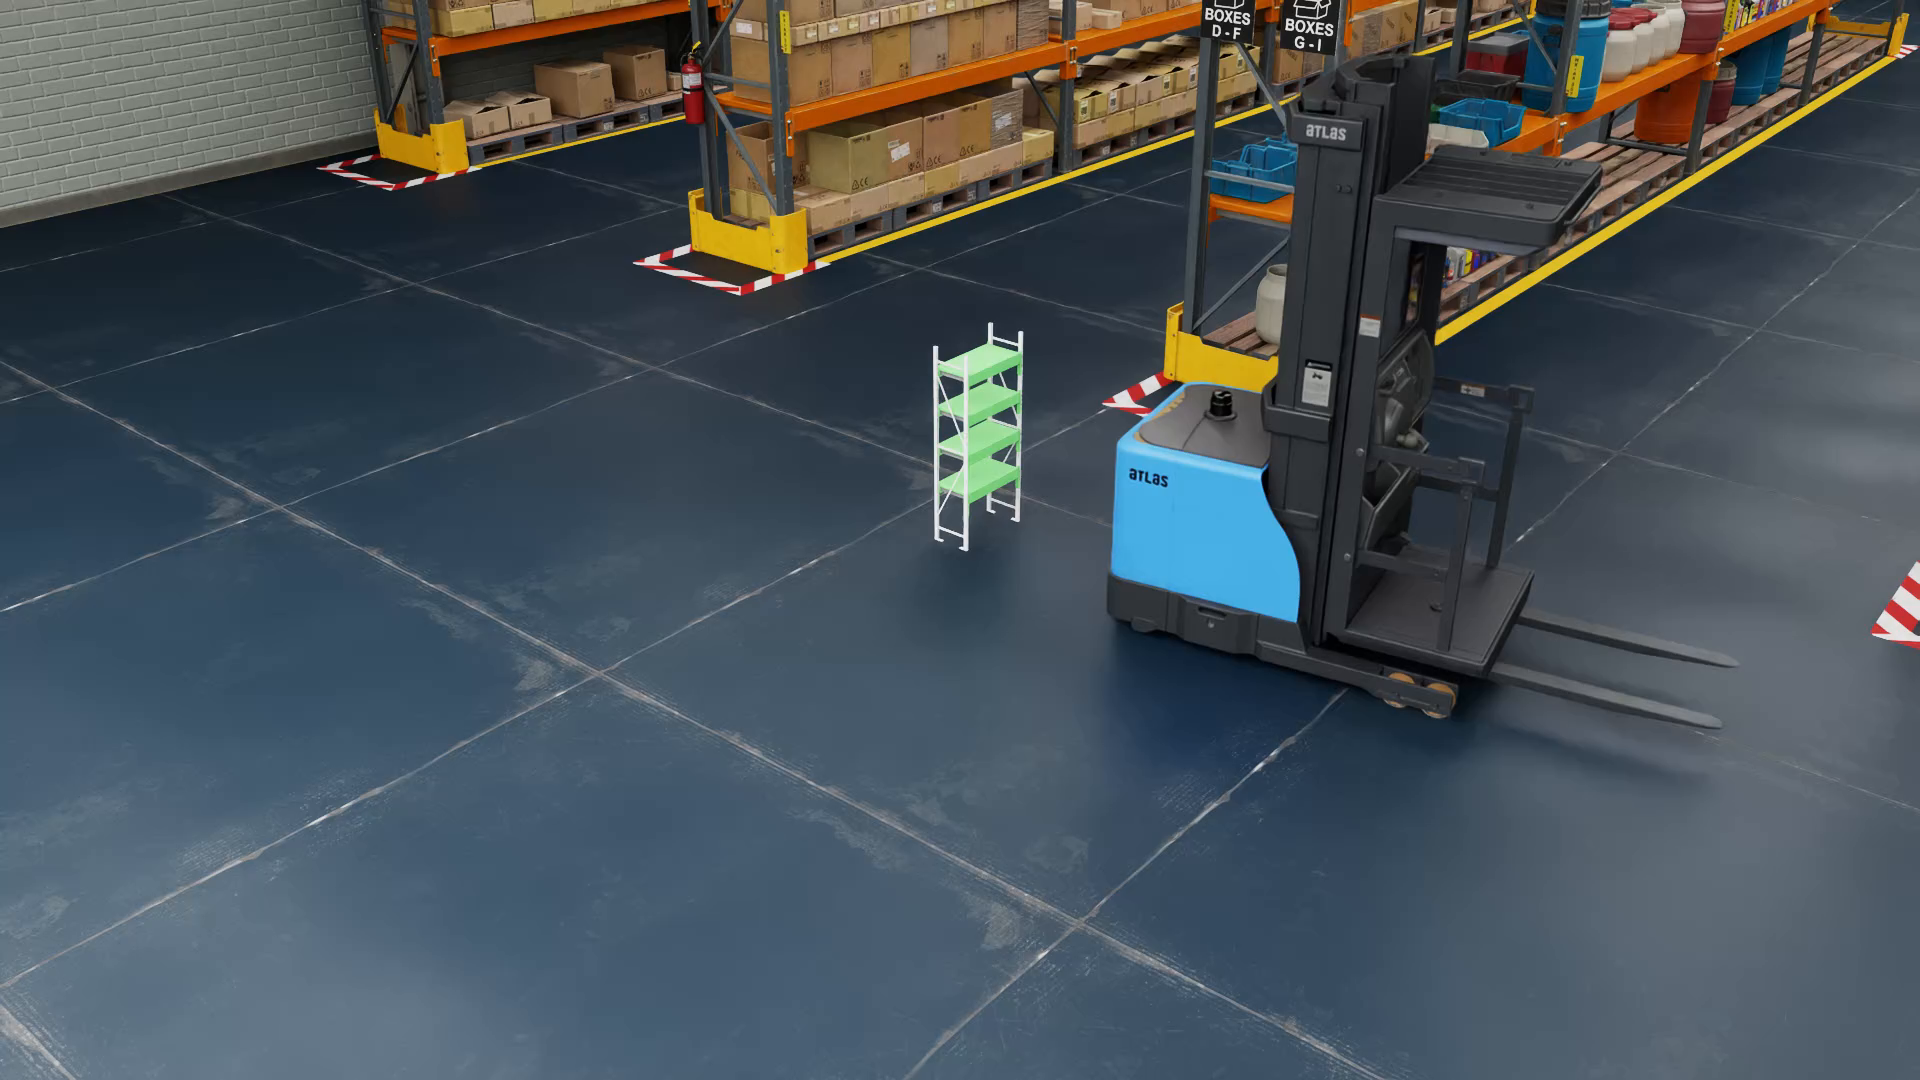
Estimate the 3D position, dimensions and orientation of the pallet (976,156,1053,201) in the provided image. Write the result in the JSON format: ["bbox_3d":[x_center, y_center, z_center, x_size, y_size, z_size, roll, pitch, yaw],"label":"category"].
[{"bbox_3d":[0.182,-3.723,16.717,1.003,0.211,1.213,21,34,34],"label":"pallet"}]

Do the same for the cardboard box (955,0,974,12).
[{"bbox_3d":[-0.097,-4.955,15.249,0.380,0.149,0.250,22,34,36],"label":"cardboard box"}]

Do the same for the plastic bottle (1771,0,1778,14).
[{"bbox_3d":[8.729,-5.799,17.822,0.061,0.283,0.133,21,34,34],"label":"plastic bottle"}]

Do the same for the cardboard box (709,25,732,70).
[{"bbox_3d":[-2.650,-6.029,20.381,0.700,0.500,0.500,22,35,36],"label":"cardboard box"}]

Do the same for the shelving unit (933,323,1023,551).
[{"bbox_3d":[0.105,-0.592,9.588,0.258,1.200,0.503,21,34,34],"label":"shelving unit"}]

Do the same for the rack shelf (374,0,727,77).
[{"bbox_3d":[-4.377,-5.649,18.188,1.077,0.370,4.000,21,34,34],"label":"rack shelf"}]

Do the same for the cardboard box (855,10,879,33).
[{"bbox_3d":[-0.921,-4.493,14.356,0.380,0.149,0.250,20,34,34],"label":"cardboard box"}]

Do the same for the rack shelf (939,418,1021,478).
[{"bbox_3d":[0.105,-0.535,9.617,0.258,0.148,0.480,21,34,34],"label":"rack shelf"}]

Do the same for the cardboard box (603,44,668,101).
[{"bbox_3d":[-3.734,-5.383,19.133,0.500,0.500,0.500,18,32,31],"label":"cardboard box"}]

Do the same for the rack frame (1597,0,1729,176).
[{"bbox_3d":[7.084,-5.201,16.538,1.000,3.000,0.127,21,34,34],"label":"rack frame"}]

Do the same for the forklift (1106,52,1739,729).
[{"bbox_3d":[2.319,-0.716,7.943,3.031,2.935,1.130,14,31,26],"label":"forklift"}]

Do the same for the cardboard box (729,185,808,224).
[{"bbox_3d":[-1.711,-3.055,14.926,0.500,0.250,0.500,21,34,34],"label":"cardboard box"}]

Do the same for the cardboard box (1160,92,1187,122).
[{"bbox_3d":[2.145,-4.813,18.324,0.500,0.250,0.500,22,34,35],"label":"cardboard box"}]

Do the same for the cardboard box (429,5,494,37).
[{"bbox_3d":[-5.094,-5.282,16.837,0.500,0.250,0.500,20,33,33],"label":"cardboard box"}]

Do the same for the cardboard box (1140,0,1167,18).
[{"bbox_3d":[1.875,-5.908,17.796,0.500,0.500,0.500,21,34,34],"label":"cardboard box"}]

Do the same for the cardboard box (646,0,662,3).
[{"bbox_3d":[-3.496,-6.189,18.591,0.500,0.250,0.500,21,34,35],"label":"cardboard box"}]

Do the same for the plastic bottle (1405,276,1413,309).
[{"bbox_3d":[3.389,-1.899,12.648,0.097,0.271,0.097,0,27,0],"label":"plastic bottle"}]

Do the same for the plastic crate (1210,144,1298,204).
[{"bbox_3d":[2.083,-2.563,11.602,0.499,0.251,0.616,21,34,34],"label":"plastic crate"}]

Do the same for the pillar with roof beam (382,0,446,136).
[{"bbox_3d":[-2.550,-7.167,13.810,9.100,9.000,0.400,21,34,34],"label":"pillar with roof beam"}]

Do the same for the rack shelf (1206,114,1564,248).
[{"bbox_3d":[3.267,-2.754,12.591,1.077,0.370,4.000,21,34,34],"label":"rack shelf"}]

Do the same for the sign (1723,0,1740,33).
[{"bbox_3d":[7.513,-5.115,16.195,0.100,0.325,0.005,21,34,34],"label":"sign"}]

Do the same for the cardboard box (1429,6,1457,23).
[{"bbox_3d":[6.785,-7.400,23.395,0.380,0.166,0.250,21,34,34],"label":"cardboard box"}]

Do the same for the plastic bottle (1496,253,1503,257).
[{"bbox_3d":[4.488,-2.504,13.804,0.061,0.283,0.133,23,35,37],"label":"plastic bottle"}]

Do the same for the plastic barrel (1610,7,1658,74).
[{"bbox_3d":[6.059,-4.531,15.097,0.433,0.535,0.433,0,27,0],"label":"plastic barrel"}]

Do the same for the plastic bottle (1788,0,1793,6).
[{"bbox_3d":[9.074,-6.021,18.259,0.152,0.276,0.135,21,34,34],"label":"plastic bottle"}]

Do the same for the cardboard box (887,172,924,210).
[{"bbox_3d":[-0.678,-3.259,15.321,0.500,0.250,0.500,21,34,34],"label":"cardboard box"}]

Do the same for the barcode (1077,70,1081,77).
[{"bbox_3d":[1.203,-4.712,16.790,0.001,0.075,0.075,21,34,34],"label":"barcode"}]

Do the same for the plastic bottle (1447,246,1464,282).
[{"bbox_3d":[3.918,-2.216,13.255,0.152,0.276,0.135,21,34,35],"label":"plastic bottle"}]

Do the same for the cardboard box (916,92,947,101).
[{"bbox_3d":[-0.453,-4.102,16.134,0.500,0.500,0.500,21,34,34],"label":"cardboard box"}]

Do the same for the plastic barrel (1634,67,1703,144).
[{"bbox_3d":[7.382,-4.602,17.285,0.600,0.830,0.708,21,34,34],"label":"plastic barrel"}]

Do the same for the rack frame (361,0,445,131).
[{"bbox_3d":[-5.649,-5.260,16.652,1.000,3.000,0.127,21,34,34],"label":"rack frame"}]

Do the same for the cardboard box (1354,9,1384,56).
[{"bbox_3d":[5.075,-6.544,21.376,0.500,0.500,0.500,21,34,35],"label":"cardboard box"}]

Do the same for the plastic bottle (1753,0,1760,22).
[{"bbox_3d":[8.291,-5.563,17.379,0.097,0.271,0.097,0,27,0],"label":"plastic bottle"}]

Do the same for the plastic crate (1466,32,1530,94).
[{"bbox_3d":[4.612,-4.072,14.287,0.402,0.464,0.583,21,34,34],"label":"plastic crate"}]

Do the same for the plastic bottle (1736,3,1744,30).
[{"bbox_3d":[7.903,-5.368,16.998,0.152,0.276,0.135,21,34,34],"label":"plastic bottle"}]

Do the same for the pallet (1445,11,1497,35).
[{"bbox_3d":[7.022,-7.507,24.031,1.003,0.211,1.213,21,34,34],"label":"pallet"}]

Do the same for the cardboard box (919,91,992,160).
[{"bbox_3d":[-0.049,-3.949,15.839,0.500,0.500,0.500,21,34,34],"label":"cardboard box"}]

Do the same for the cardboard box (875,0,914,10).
[{"bbox_3d":[-0.834,-4.981,14.594,0.700,0.500,0.500,21,34,35],"label":"cardboard box"}]

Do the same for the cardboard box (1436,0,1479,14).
[{"bbox_3d":[6.999,-7.822,23.844,0.797,0.503,0.637,21,34,34],"label":"cardboard box"}]

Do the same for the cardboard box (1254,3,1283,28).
[{"bbox_3d":[3.710,-6.489,20.455,0.500,0.250,0.500,22,35,36],"label":"cardboard box"}]

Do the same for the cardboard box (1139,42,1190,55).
[{"bbox_3d":[2.377,-5.575,19.188,0.500,0.311,0.500,20,33,33],"label":"cardboard box"}]

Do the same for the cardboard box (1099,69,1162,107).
[{"bbox_3d":[1.826,-4.879,17.842,0.500,0.311,0.500,19,33,33],"label":"cardboard box"}]

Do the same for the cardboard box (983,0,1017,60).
[{"bbox_3d":[0.112,-4.928,15.902,0.700,0.500,0.500,20,34,34],"label":"cardboard box"}]

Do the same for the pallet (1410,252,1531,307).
[{"bbox_3d":[4.080,-2.318,14.001,1.003,0.211,1.213,21,34,34],"label":"pallet"}]

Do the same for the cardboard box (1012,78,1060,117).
[{"bbox_3d":[0.756,-4.673,17.444,0.500,0.311,0.500,21,34,34],"label":"cardboard box"}]

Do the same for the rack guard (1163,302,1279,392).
[{"bbox_3d":[2.007,-1.295,11.708,1.175,0.500,0.348,21,34,34],"label":"rack guard"}]

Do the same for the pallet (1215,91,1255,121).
[{"bbox_3d":[2.710,-5.131,19.438,1.003,0.211,1.213,21,34,34],"label":"pallet"}]

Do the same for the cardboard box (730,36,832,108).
[{"bbox_3d":[-1.518,-4.019,14.146,0.700,0.500,0.500,21,34,34],"label":"cardboard box"}]

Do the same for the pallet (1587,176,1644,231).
[{"bbox_3d":[5.785,-3.268,15.838,1.003,0.211,1.213,21,34,34],"label":"pallet"}]
